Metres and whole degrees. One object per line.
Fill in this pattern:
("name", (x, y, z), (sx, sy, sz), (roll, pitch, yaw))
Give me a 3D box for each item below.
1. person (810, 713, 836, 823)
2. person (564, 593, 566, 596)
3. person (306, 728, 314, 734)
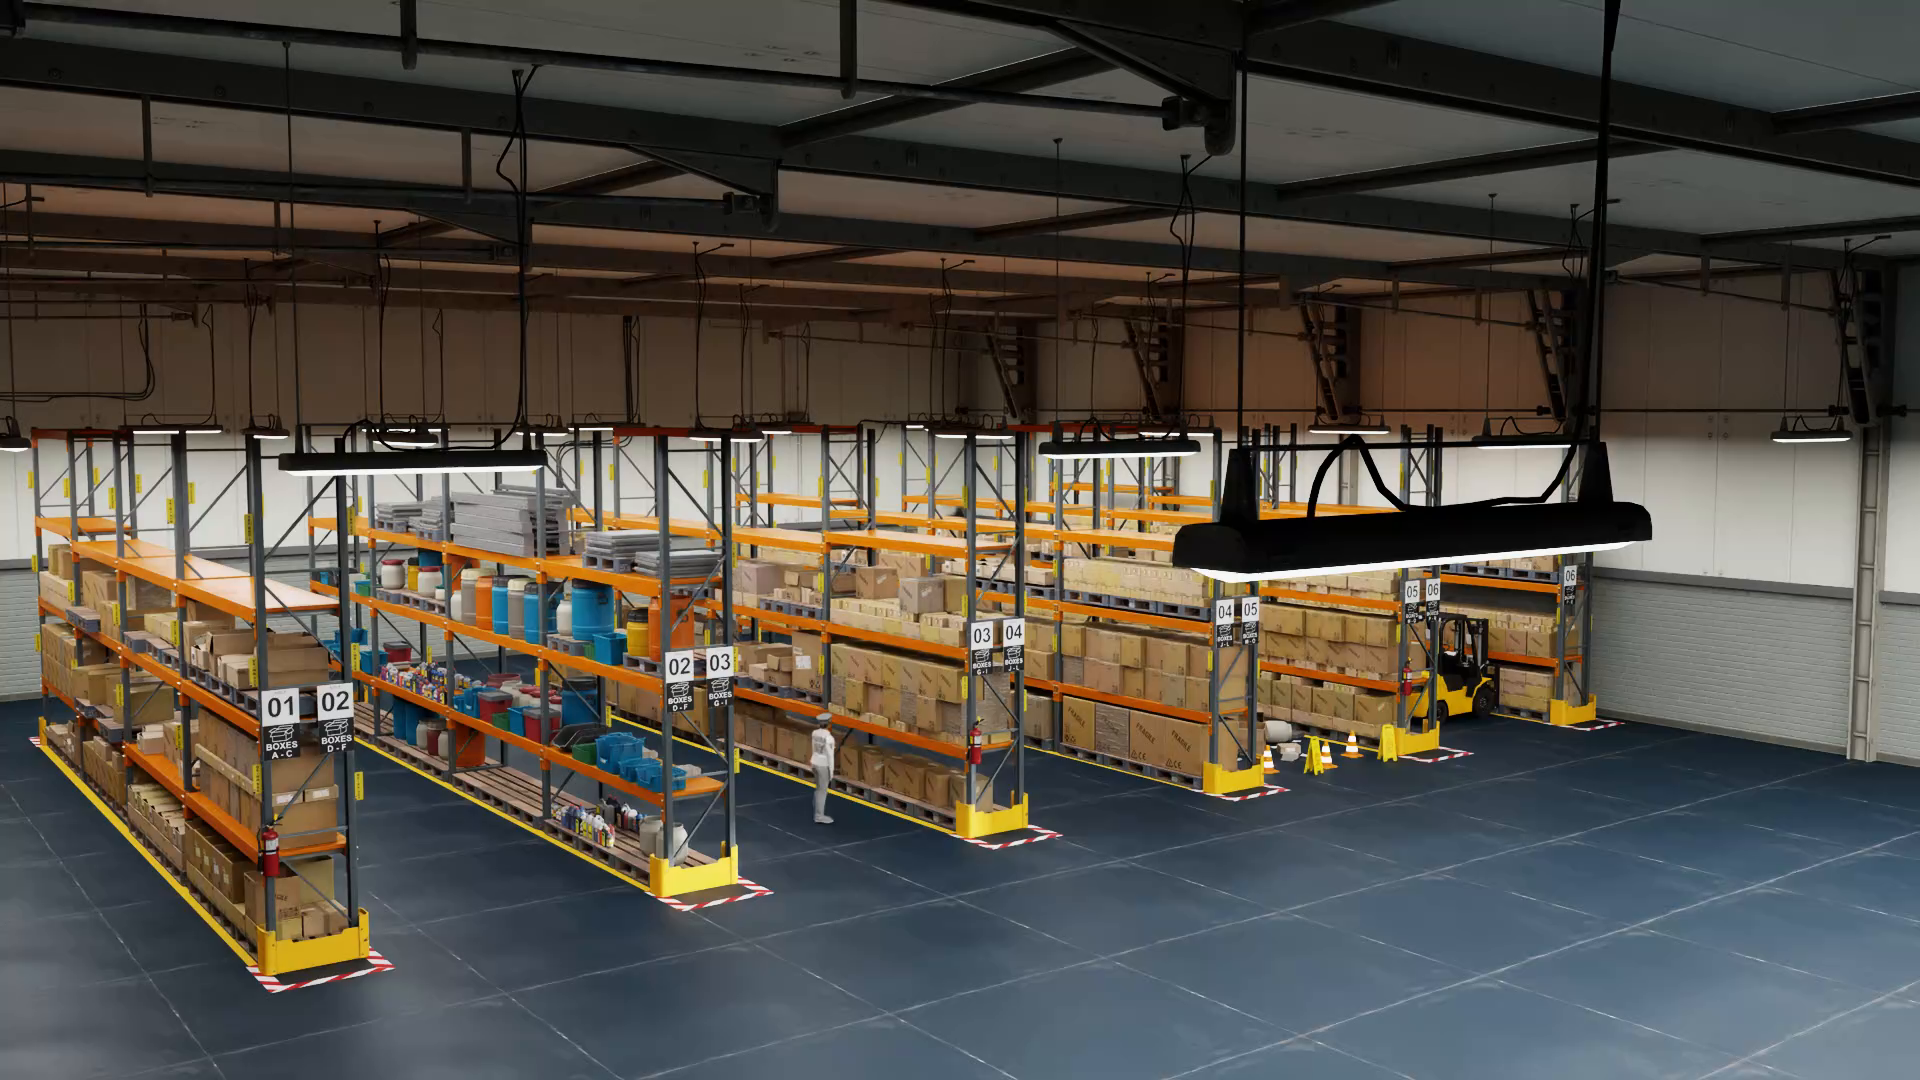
("person", (-2.091, 3.492, 25.461), (0.345, 1.690, 0.500), (-3, 5, -32))
("person", (-9.899, 2.195, 41.532), (0.402, 1.768, 0.609), (4, 6, 41))
("person", (-10.127, 3.438, 25.819), (0.538, 1.835, 0.669), (-1, 5, -9))
